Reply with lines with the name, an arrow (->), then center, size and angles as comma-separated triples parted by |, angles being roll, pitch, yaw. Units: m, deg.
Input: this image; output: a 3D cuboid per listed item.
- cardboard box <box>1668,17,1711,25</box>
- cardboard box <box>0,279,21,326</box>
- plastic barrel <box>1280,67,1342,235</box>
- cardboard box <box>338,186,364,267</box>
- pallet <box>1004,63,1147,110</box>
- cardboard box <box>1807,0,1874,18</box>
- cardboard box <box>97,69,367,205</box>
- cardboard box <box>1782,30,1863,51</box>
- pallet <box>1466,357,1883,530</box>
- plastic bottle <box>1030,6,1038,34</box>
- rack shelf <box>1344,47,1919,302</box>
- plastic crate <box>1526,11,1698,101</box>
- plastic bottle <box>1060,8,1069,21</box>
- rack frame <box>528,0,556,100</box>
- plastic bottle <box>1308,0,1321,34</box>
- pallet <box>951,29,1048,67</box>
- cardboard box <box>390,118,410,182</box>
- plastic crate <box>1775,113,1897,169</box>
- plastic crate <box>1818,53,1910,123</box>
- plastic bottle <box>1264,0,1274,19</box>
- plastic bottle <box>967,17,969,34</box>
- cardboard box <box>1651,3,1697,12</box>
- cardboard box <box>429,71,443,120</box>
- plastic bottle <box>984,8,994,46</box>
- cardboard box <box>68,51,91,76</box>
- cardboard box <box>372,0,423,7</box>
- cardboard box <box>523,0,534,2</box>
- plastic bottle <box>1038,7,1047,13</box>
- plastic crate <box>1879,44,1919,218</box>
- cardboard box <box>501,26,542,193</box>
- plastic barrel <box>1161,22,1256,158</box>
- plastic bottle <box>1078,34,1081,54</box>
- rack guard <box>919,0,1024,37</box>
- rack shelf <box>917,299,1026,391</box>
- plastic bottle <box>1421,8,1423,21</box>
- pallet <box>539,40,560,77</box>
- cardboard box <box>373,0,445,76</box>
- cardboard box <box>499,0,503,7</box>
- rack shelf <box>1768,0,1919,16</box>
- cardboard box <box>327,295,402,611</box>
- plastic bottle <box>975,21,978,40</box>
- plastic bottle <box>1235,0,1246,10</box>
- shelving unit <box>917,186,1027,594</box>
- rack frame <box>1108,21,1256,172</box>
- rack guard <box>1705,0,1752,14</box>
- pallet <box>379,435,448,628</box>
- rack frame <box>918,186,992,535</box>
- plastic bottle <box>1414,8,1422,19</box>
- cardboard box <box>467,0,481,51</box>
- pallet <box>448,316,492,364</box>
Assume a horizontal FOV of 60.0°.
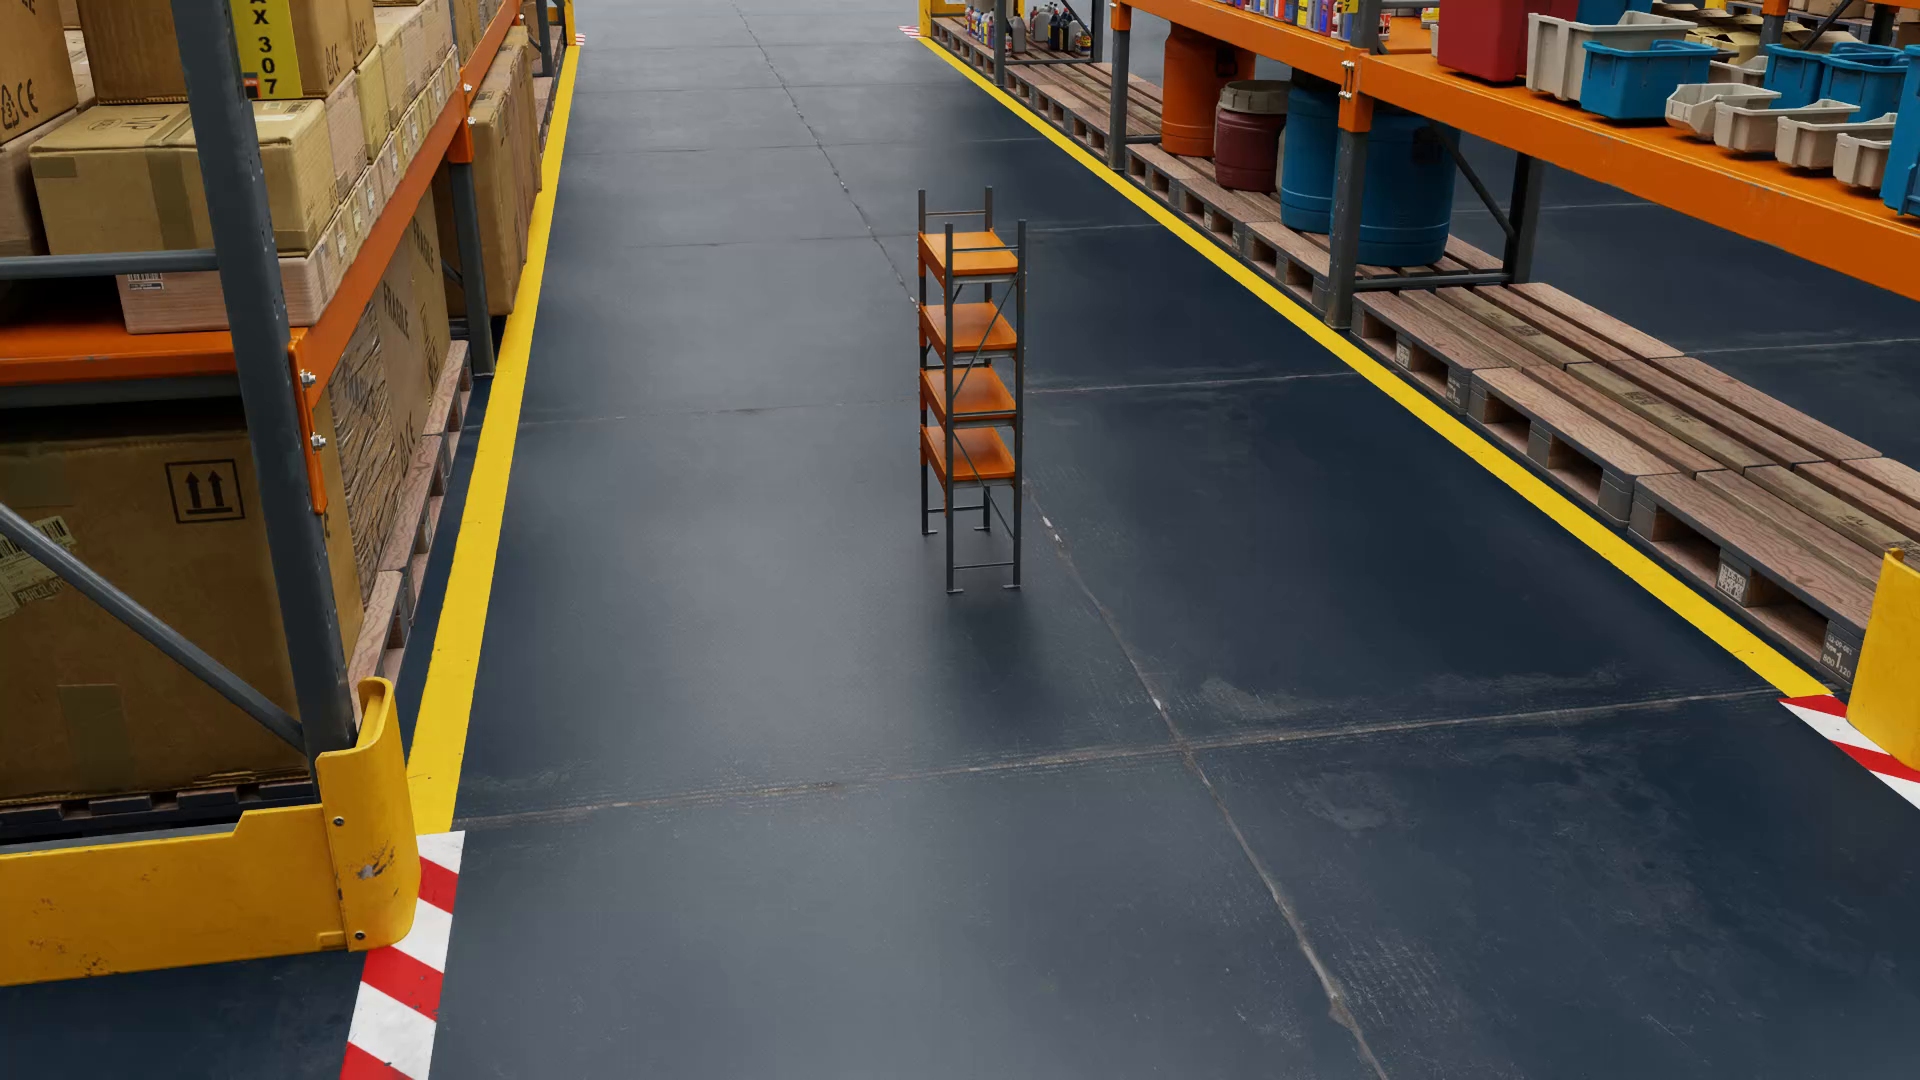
cardboard box -> 5.889, -4.167, 13.753 | 0.500, 0.311, 0.500 | -4, 24, -10
cardboard box -> -2.226, -0.509, 3.482 | 0.380, 0.149, 0.250 | -4, 24, -9
plastic barrel -> 2.077, -2.173, 9.075 | 0.600, 0.901, 0.708 | -4, 24, -10
cardboard box -> -1.674, -0.759, 4.054 | 0.380, 0.149, 0.250 | -5, 24, -11
pallet -> 0.996, -4.011, 14.670 | 1.003, 0.211, 1.213 | -4, 24, -10
cardboard box -> 10.040, -6.162, 18.685 | 0.700, 0.500, 0.500 | -6, 24, -13
cardboard box -> -1.762, -0.989, 4.082 | 0.500, 0.250, 0.500 | -5, 24, -10
cardboard box -> 6.612, -3.804, 12.922 | 0.500, 0.311, 0.500 | -4, 24, -8
pallet -> 2.695, -0.403, 6.410 | 1.003, 0.211, 1.213 | -4, 24, -10
plastic bottle -> 0.758, -5.326, 17.041 | 0.061, 0.283, 0.133 | -4, 24, -10
rack shelf -> 2.661, -1.332, 5.951 | 1.077, 0.370, 4.000 | -4, 24, -10
plastic crate -> 2.393, -1.807, 6.213 | 0.437, 0.282, 0.530 | -4, 24, -10
plastic bottle -> 1.036, -5.005, 16.222 | 0.144, 0.351, 0.185 | -5, 24, -12
rack frame -> -4.055, -5.228, 13.974 | 1.000, 3.000, 0.127 | -4, 24, -10
plastic bottle -> 1.834, -2.666, 8.262 | 0.152, 0.276, 0.135 | -4, 24, -10
pallet -> 0.500, -5.065, 17.084 | 1.003, 0.211, 1.213 | -4, 24, -10
cardboard box -> -1.863, -1.162, 4.977 | 0.380, 0.149, 0.250 | -5, 24, -11
plastic crate -> 2.663, -1.204, 5.014 | 0.396, 0.136, 0.243 | -4, 24, -10
plastic crate -> 3.066, -1.465, 5.491 | 0.416, 0.233, 0.300 | -4, 24, -10
plastic bottle -> 1.715, -2.918, 8.837 | 0.152, 0.276, 0.135 | -4, 24, -10
plastic bottle -> 0.121, -5.311, 17.108 | 0.097, 0.201, 0.097 | 0, 24, 0
cardboard box -> 6.230, -4.611, 14.769 | 0.500, 0.311, 0.500 | -4, 24, -10
cardboard box -> -2.055, -1.568, 5.905 | 0.380, 0.149, 0.250 | -4, 24, -9
plastic bottle -> 0.315, -5.017, 16.250 | 0.144, 0.351, 0.185 | -4, 24, -10
cardboard box -> -2.374, -1.147, 4.444 | 0.500, 0.250, 0.500 | -5, 24, -12
cardboard box -> -2.140, -2.135, 5.769 | 0.500, 0.500, 0.500 | -4, 24, -9
cardboard box -> -4.455, -5.122, 16.328 | 0.500, 0.500, 0.500 | -2, 24, -5
plastic bottle -> 0.863, -5.331, 17.061 | 0.152, 0.276, 0.135 | -4, 24, -9
plastic crate -> 2.786, -1.037, 4.256 | 0.616, 0.435, 0.499 | -4, 24, -10
cardboard box -> -3.208, -2.601, 10.087 | 1.225, 0.875, 0.875 | -5, 24, -12
plastic barrel -> 1.659, -3.028, 11.123 | 0.600, 0.830, 0.708 | -4, 24, -10
plastic bottle -> 1.165, -4.712, 15.738 | 0.097, 0.201, 0.097 | 0, 24, 0
rack guard -> 0.133, -5.996, 18.855 | 1.175, 0.500, 0.348 | -4, 24, -10
rack shelf -> 0.031, -0.628, 5.298 | 0.258, 0.148, 0.480 | -4, 24, -10
plastic bottle -> 2.482, -2.836, 8.743 | 0.097, 0.201, 0.097 | 0, 24, 0
pallet -> -4.443, -4.693, 16.232 | 1.003, 0.211, 1.213 | -4, 24, -10
cardboard box -> -2.138, -1.792, 5.920 | 0.500, 0.250, 0.500 | -4, 24, -8
cardboard box -> -2.894, -3.329, 9.499 | 0.500, 0.500, 0.500 | -5, 24, -10
rack shelf -> 6.790, -3.270, 10.389 | 1.077, 0.370, 4.000 | -4, 24, -10
cardboard box -> -2.201, -0.331, 4.890 | 0.875, 0.875, 0.875 | -4, 24, -10
plastic bottle -> 0.202, -5.138, 16.714 | 0.097, 0.201, 0.097 | 0, 24, 0
plastic bottle -> 1.585, -3.100, 9.245 | 0.061, 0.283, 0.133 | -4, 24, -10
shelving unit -> 0.031, -0.485, 5.361 | 0.258, 1.200, 0.503 | -4, 24, -10
rack frame -> 1.552, -4.022, 11.211 | 1.000, 3.000, 0.127 | -4, 24, -10
rack guard -> 9.823, -6.726, 20.526 | 1.175, 0.500, 0.348 | -4, 24, -10
pallet -> -2.283, -0.018, 5.528 | 1.003, 0.211, 1.213 | -4, 24, -10
rack frame -> -0.015, -0.581, 5.581 | 0.240, 1.200, 0.015 | -4, 24, -10
plastic bottle -> 2.479, -2.920, 8.834 | 0.061, 0.283, 0.133 | -4, 24, -10
cardboard box -> -2.509, -2.525, 7.658 | 0.500, 0.500, 0.500 | -4, 24, -10
pallet -> -2.793, -1.102, 8.009 | 1.003, 0.211, 1.213 | -4, 24, -10
